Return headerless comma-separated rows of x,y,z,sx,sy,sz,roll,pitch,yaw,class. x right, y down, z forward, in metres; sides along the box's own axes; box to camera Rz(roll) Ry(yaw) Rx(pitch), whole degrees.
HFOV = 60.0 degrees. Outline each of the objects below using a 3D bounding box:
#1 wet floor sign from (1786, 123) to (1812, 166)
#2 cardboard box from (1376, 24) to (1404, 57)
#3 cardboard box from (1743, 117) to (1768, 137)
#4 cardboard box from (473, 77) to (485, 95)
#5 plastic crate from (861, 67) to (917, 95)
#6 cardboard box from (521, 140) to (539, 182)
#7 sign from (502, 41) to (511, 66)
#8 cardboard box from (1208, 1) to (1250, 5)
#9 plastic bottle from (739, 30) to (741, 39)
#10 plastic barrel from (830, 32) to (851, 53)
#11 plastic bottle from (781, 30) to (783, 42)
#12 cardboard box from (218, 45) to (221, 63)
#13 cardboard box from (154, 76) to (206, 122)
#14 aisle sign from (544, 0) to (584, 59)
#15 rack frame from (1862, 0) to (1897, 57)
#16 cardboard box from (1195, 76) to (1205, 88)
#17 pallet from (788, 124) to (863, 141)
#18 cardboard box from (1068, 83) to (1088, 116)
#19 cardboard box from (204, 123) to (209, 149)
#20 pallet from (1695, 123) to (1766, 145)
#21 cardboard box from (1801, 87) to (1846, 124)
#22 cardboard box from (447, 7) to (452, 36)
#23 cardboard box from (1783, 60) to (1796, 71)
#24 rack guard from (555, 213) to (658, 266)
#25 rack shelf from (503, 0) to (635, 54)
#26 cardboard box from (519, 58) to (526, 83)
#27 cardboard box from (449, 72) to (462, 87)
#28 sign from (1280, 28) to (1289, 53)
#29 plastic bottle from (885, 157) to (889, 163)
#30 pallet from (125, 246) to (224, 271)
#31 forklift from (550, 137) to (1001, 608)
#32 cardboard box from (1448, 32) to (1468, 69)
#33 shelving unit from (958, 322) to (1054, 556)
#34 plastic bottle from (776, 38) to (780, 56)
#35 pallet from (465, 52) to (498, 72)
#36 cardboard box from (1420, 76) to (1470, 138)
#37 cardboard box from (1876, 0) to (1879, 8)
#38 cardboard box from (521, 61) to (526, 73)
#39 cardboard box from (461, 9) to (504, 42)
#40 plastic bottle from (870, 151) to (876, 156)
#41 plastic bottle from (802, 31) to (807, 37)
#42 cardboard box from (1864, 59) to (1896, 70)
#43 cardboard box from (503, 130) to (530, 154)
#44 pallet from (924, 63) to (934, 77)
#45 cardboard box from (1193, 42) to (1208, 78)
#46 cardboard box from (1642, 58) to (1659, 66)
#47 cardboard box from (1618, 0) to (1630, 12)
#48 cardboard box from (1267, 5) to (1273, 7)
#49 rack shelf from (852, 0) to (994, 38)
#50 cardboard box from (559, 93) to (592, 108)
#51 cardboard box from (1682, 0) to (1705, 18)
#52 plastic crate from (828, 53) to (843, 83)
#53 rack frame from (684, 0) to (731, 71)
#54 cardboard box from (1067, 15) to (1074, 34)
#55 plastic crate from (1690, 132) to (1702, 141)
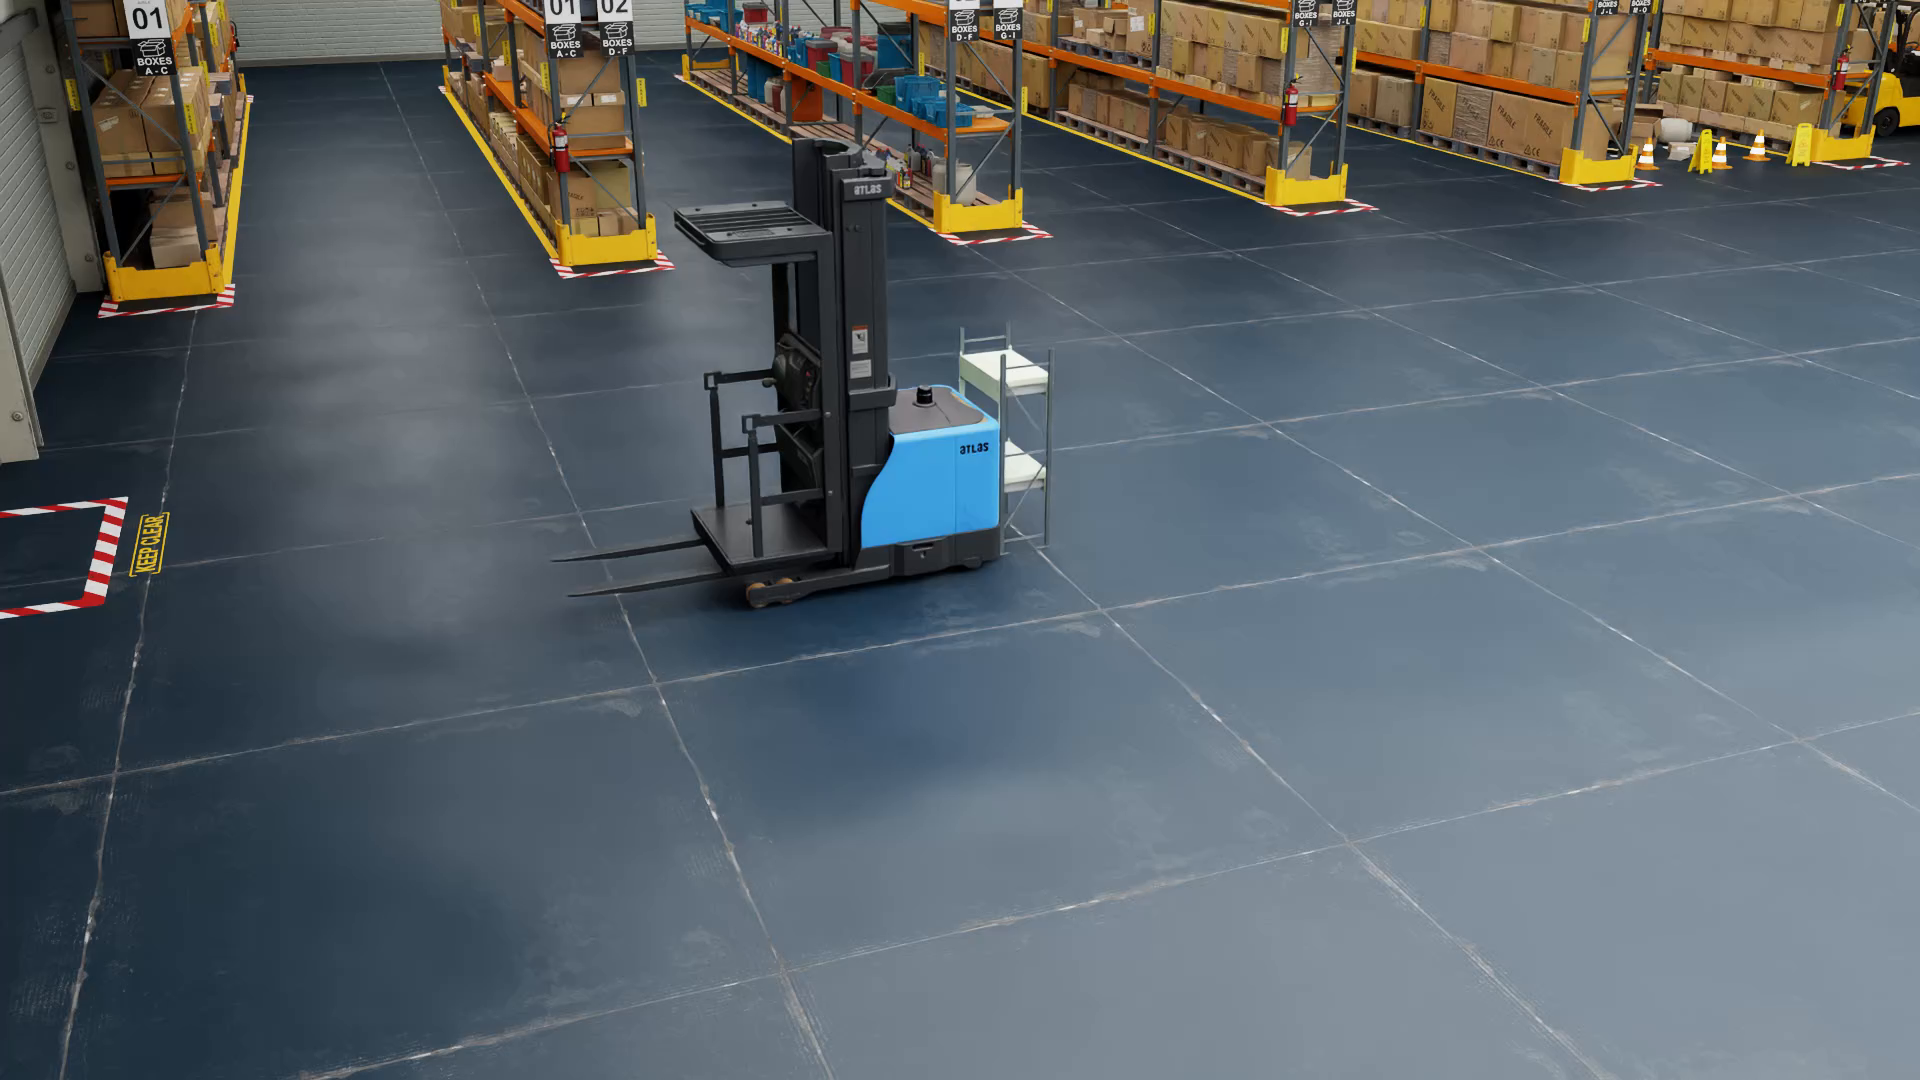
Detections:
13.281,-6.251,26.251,0.267,0.644,0.232,0,23,-1,wet floor sign
7.593,-8.672,28.834,0.500,0.500,0.500,-9,24,-20,cardboard box
13.502,-6.925,27.817,0.500,0.250,0.500,-8,24,-19,cardboard box
-8.091,-7.836,28.667,0.500,0.250,0.500,-9,24,-20,cardboard box
-1.037,-6.730,24.435,0.767,0.338,0.504,-8,24,-19,plastic crate
-5.684,-5.168,22.683,0.500,0.500,0.500,-8,24,-19,cardboard box
-6.243,-6.707,22.912,0.100,0.325,0.005,-8,24,-19,sign
4.125,-7.982,25.528,0.500,0.500,0.500,-8,24,-19,cardboard box
-4.094,-9.502,31.187,0.097,0.201,0.097,0,23,0,plastic bottle
-1.953,-8.127,27.525,0.421,0.512,0.421,0,23,0,plastic barrel
-3.243,-9.326,30.680,0.097,0.271,0.097,0,23,0,plastic bottle
-12.067,-7.836,26.443,0.500,0.500,0.500,-8,24,-19,cardboard box
-9.566,-5.398,20.397,0.500,0.500,0.500,-9,24,-21,cardboard box
-4.577,-5.968,19.201,0.394,0.787,0.004,-8,24,-19,aisle sign
17.444,-9.688,31.373,1.000,3.000,0.127,-8,24,-19,rack frame
3.790,-6.960,25.224,0.380,0.149,0.250,-8,24,-19,cardboard box
-2.279,-6.848,28.225,1.003,0.211,1.213,-8,24,-19,pallet
2.373,-7.909,29.805,0.700,0.500,0.500,-10,25,-22,cardboard box
-9.381,-4.871,20.112,0.500,0.250,0.500,-8,24,-19,cardboard box
13.507,-7.037,28.675,1.003,0.211,1.213,-8,24,-19,pallet
14.179,-7.164,27.418,0.500,0.500,0.500,-9,25,-21,cardboard box
-9.531,-9.945,31.855,0.500,0.500,0.500,-8,24,-18,cardboard box
13.618,-7.716,27.017,0.380,0.149,0.250,-9,24,-20,cardboard box
-4.317,-3.674,20.323,1.175,0.500,0.348,-8,24,-19,rack guard
-5.032,-6.612,21.139,1.077,0.370,4.000,-8,24,-19,rack shelf
-6.181,-6.807,24.408,0.500,0.500,0.500,-7,24,-15,cardboard box
-9.874,-9.166,33.108,0.500,0.250,0.500,-8,24,-19,cardboard box
4.417,-6.803,22.630,0.100,0.325,0.005,-8,24,-19,sign
-1.053,-5.444,24.252,0.097,0.271,0.097,0,23,0,plastic bottle
-9.239,-3.196,19.561,1.003,0.211,1.213,-8,24,-19,pallet
-1.282,-1.126,11.148,3.031,2.935,1.130,-9,24,-20,forklift
8.563,-8.029,27.245,0.875,0.550,0.550,-8,24,-19,cardboard box
0.324,-0.742,12.079,0.431,1.500,0.755,-9,25,-21,shelving unit
-3.140,-8.538,28.795,0.061,0.283,0.133,-8,24,-19,plastic bottle
-7.457,-7.889,27.353,1.213,0.211,1.003,-8,24,-19,pallet
8.363,-7.266,27.822,0.875,0.875,0.875,-8,24,-18,cardboard box
17.520,-10.190,31.600,0.380,0.149,0.250,-9,24,-20,cardboard box
-5.825,-6.509,22.866,0.380,0.149,0.250,-8,24,-19,cardboard box
-8.304,-8.990,29.049,0.700,0.500,0.500,-5,23,-11,cardboard box
-1.261,-5.624,24.672,0.152,0.276,0.135,-7,24,-17,plastic bottle
-2.790,-9.027,29.972,0.097,0.271,0.097,0,23,0,plastic bottle
17.321,-8.856,31.112,0.500,0.250,0.500,-9,24,-20,cardboard box
-6.514,-5.950,24.783,0.500,0.311,0.500,-8,24,-19,cardboard box
-0.353,-10.441,36.751,1.003,0.211,1.213,-8,24,-19,pallet
4.046,-7.302,25.202,0.875,0.500,0.500,-8,24,-19,cardboard box
15.326,-10.680,36.405,0.500,0.500,0.500,-7,24,-17,cardboard box
12.247,-9.698,30.346,0.500,0.500,0.500,-8,24,-19,cardboard box
6.105,-10.302,31.846,0.380,0.149,0.250,-9,24,-20,cardboard box
-0.397,-7.290,22.749,1.077,0.370,4.000,-8,24,-19,rack shelf
-4.639,-5.292,19.980,0.380,0.149,0.250,-9,24,-20,cardboard box
12.914,-9.271,28.585,0.700,0.500,0.500,-8,24,-19,cardboard box
-1.784,-7.317,25.768,0.392,0.384,0.575,-8,24,-19,plastic crate
-5.342,-11.326,35.261,1.000,3.000,0.127,-8,24,-19,rack frame
2.200,-9.359,30.464,0.500,0.500,0.500,-8,24,-17,cardboard box
12.589,-6.977,28.701,0.402,0.080,0.583,-18,29,-37,plastic crate
